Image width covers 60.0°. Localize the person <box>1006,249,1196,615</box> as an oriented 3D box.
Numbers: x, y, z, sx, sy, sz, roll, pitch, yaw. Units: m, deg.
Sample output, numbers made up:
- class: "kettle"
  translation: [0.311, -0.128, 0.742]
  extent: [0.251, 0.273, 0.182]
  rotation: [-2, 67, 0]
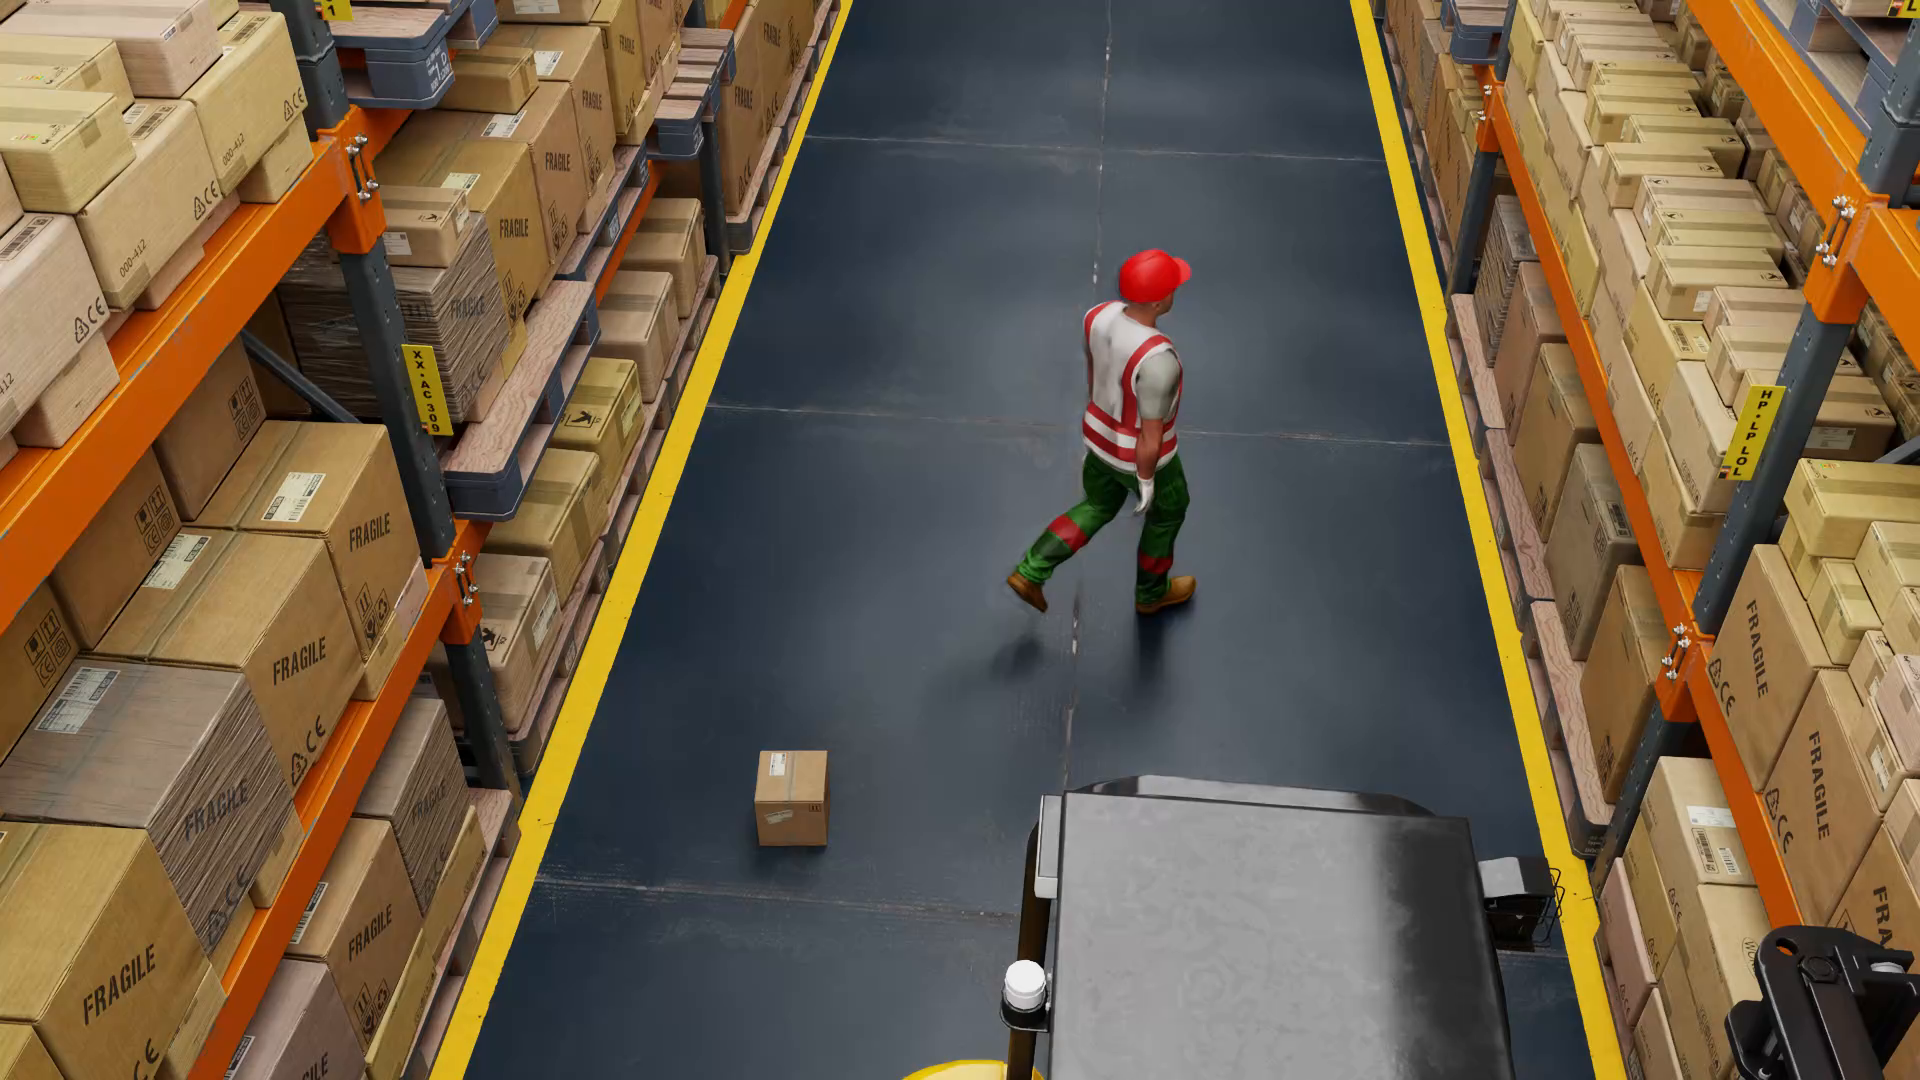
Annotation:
- class: "person"
  translation: [0.622, -0.358, 6.556]
  extent: [0.855, 1.764, 0.539]
  rotation: [-23, 45, -25]
